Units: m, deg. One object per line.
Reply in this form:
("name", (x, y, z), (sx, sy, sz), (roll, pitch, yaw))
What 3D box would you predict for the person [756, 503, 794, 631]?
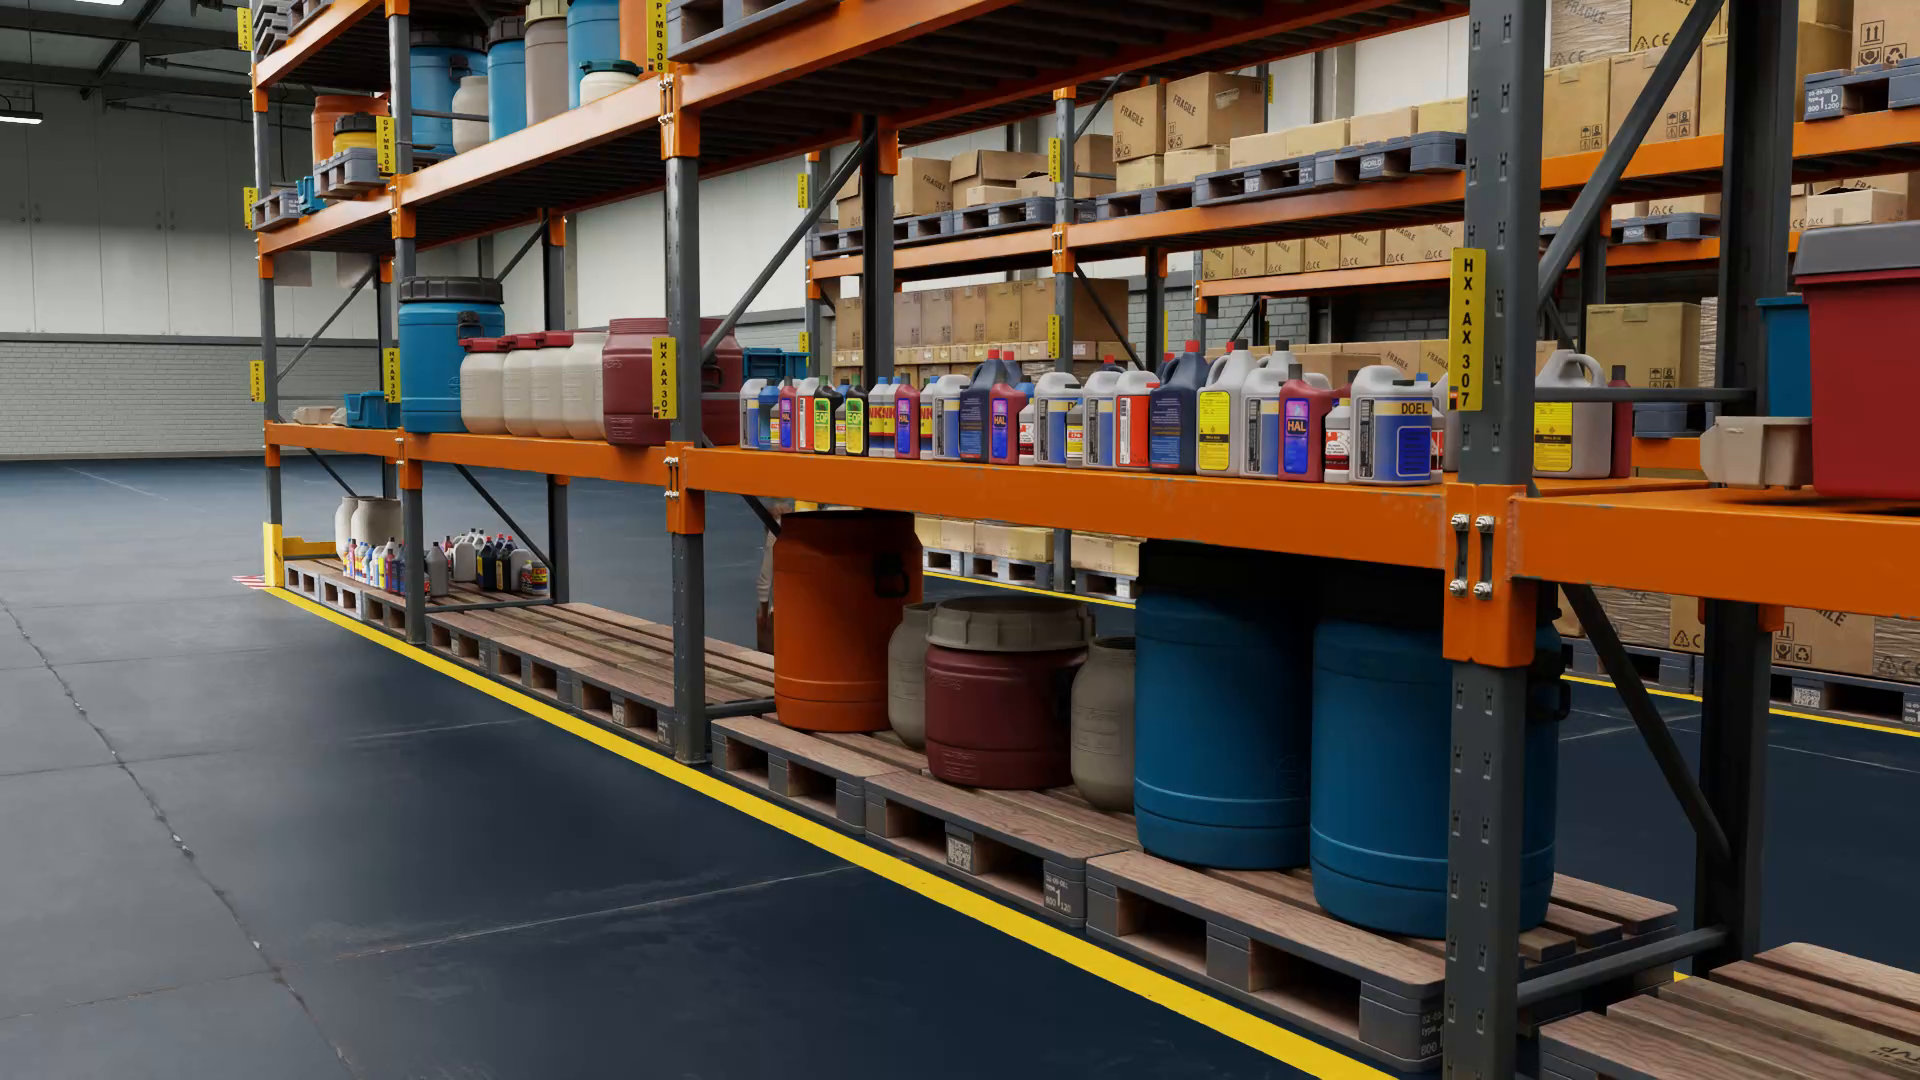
("person", (-0.876, 0.250, 9.612), (0.441, 0.879, 0.794), (-3, 6, -34))
